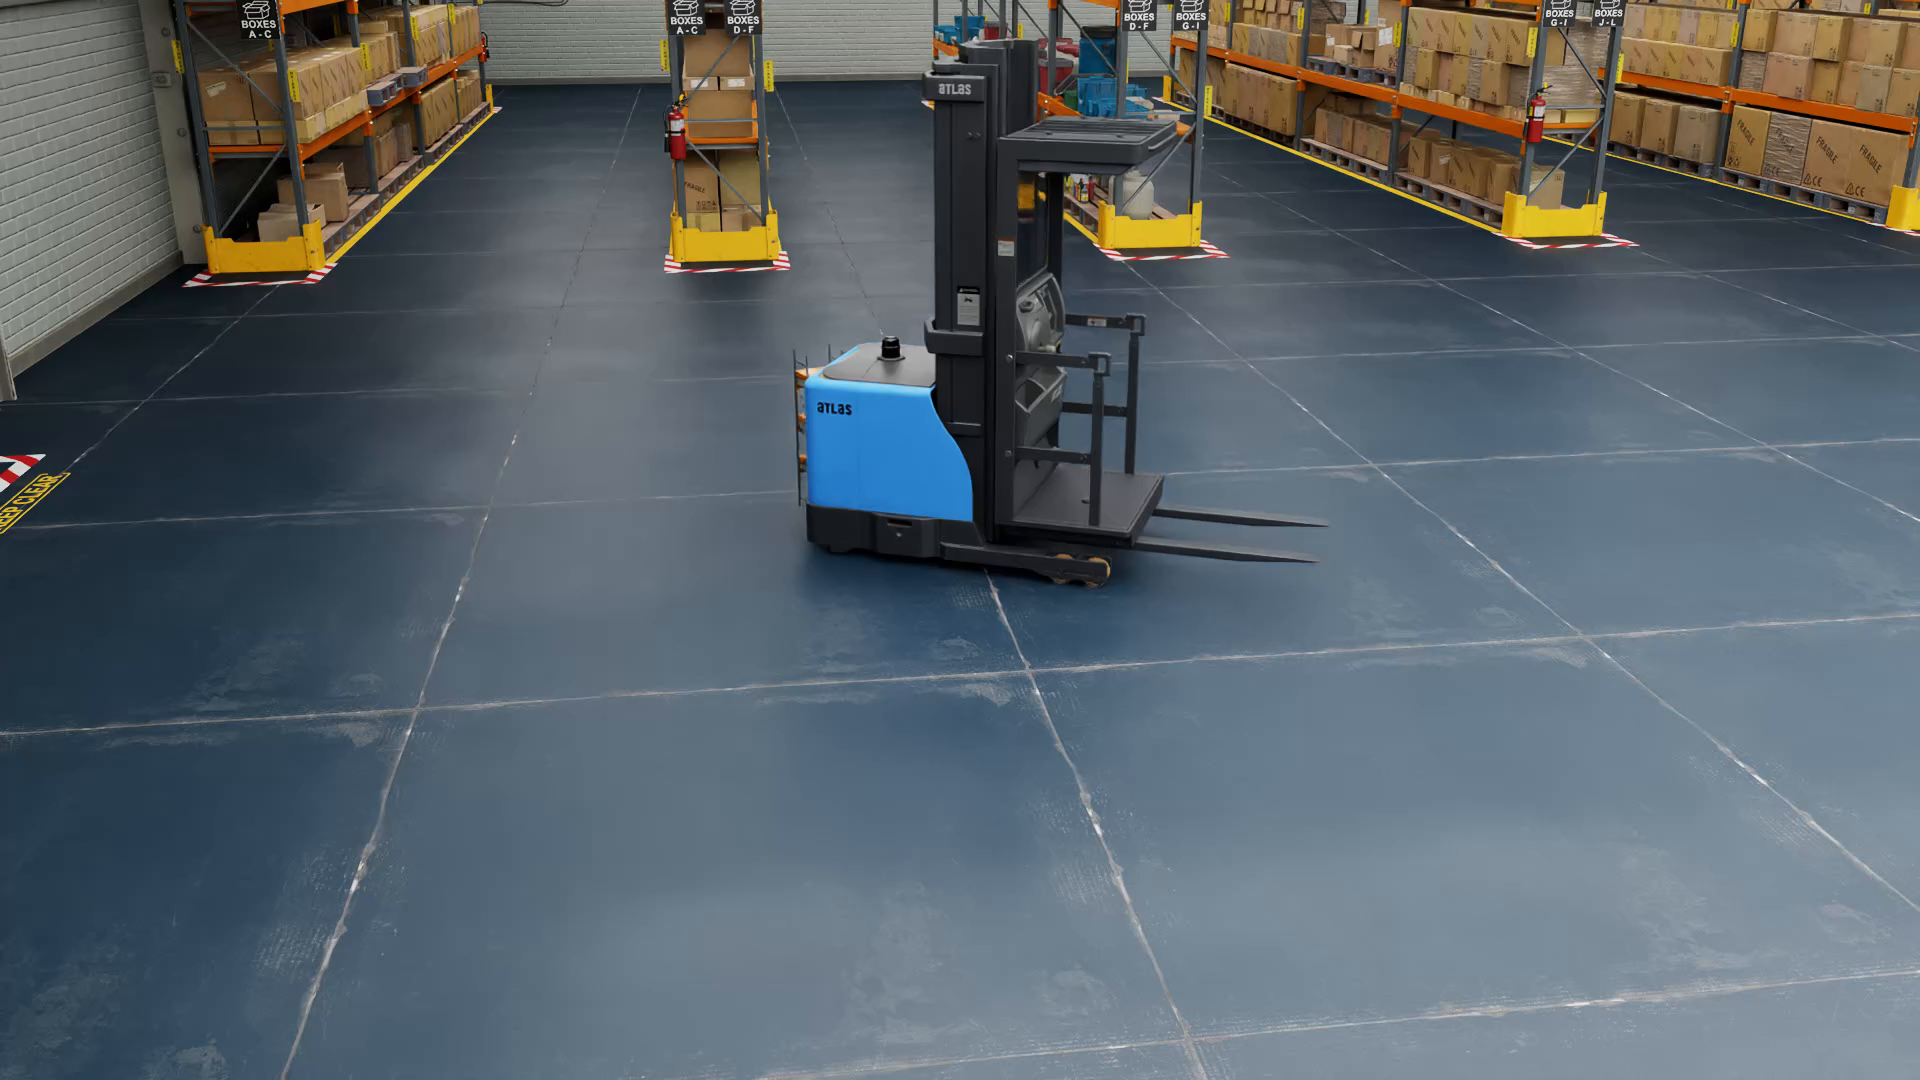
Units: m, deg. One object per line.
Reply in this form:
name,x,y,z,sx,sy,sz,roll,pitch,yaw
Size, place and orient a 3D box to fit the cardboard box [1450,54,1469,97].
cardboard box,6.836,-5.979,21.370,0.875,0.500,0.500,-3,21,-8

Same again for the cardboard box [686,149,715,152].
cardboard box,-3.236,-4.536,20.332,0.500,0.500,0.500,-3,21,-8

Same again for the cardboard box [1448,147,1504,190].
cardboard box,6.868,-4.947,22.145,0.500,0.500,0.500,-5,21,-13

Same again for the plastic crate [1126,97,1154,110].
plastic crate,2.176,-5.547,21.159,0.530,0.136,0.437,-3,21,-8

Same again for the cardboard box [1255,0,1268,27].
cardboard box,5.627,-9.298,29.247,0.797,0.503,0.637,-3,21,-7

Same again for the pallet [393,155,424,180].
pallet,-8.578,-5.529,24.717,1.003,0.211,1.213,-3,21,-8

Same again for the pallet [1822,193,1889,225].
pallet,11.899,-4.267,21.339,1.003,0.211,1.213,-3,21,-8

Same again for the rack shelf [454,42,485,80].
rack shelf,-9.554,-8.846,30.642,1.077,0.370,4.000,-3,21,-8

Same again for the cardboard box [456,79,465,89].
cardboard box,-9.141,-8.212,29.962,0.380,0.149,0.250,-2,21,-6

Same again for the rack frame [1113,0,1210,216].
rack frame,2.268,-4.835,18.876,1.000,3.000,0.127,-3,21,-8

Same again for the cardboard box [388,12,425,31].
cardboard box,-8.578,-8.009,25.704,0.500,0.250,0.500,-3,21,-9

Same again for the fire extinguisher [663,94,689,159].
fire extinguisher,-3.077,-4.486,18.052,0.296,0.674,0.183,-3,21,-8

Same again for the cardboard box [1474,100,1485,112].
cardboard box,6.727,-5.488,20.981,0.380,0.149,0.250,-3,21,-8

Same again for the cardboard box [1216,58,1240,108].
cardboard box,5.423,-8.674,31.590,0.875,0.875,0.875,-3,21,-8

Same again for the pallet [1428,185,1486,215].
pallet,6.903,-4.510,21.989,1.003,0.211,1.213,-3,21,-8

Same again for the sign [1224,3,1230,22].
sign,4.890,-9.654,30.427,0.100,0.325,0.005,-3,21,-8

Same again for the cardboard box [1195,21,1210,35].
cardboard box,4.895,-9.980,32.439,0.500,0.250,0.500,-3,21,-9

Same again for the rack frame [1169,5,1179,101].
rack frame,4.862,-10.625,34.377,1.000,3.000,0.127,-3,21,-8

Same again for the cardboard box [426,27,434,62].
cardboard box,-8.643,-7.836,26.313,0.500,0.500,0.500,-3,21,-8

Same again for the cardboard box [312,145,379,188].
cardboard box,-8.235,-5.010,22.286,0.700,0.500,0.500,-2,21,-6

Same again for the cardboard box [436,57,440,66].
cardboard box,-8.819,-7.925,27.478,0.380,0.149,0.250,-3,21,-8

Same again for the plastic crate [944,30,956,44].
plastic crate,-0.096,-9.663,31.955,0.416,0.233,0.300,-3,21,-8

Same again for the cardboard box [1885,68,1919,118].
cardboard box,11.993,-5.497,20.432,0.875,0.550,0.550,-3,21,-8

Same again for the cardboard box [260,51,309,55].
cardboard box,-8.181,-5.659,20.194,0.500,0.500,0.500,-3,21,-8

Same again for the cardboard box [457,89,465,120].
cardboard box,-9.272,-7.780,29.733,0.700,0.500,0.500,-3,21,-7

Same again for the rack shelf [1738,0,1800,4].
rack shelf,11.227,-8.446,25.284,1.077,0.370,4.000,-3,21,-8

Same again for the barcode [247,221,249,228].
barcode,-7.945,-3.517,18.546,0.001,0.075,0.075,-3,21,-8

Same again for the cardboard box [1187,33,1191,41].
cardboard box,4.737,-10.012,33.095,0.380,0.149,0.250,-3,21,-9

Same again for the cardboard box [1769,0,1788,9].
cardboard box,15.195,-9.740,30.435,0.500,0.500,0.500,-3,21,-9

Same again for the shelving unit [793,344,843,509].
shelving unit,-0.887,-0.697,10.581,0.252,1.050,0.215,-11,23,-28

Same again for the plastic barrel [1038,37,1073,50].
plastic barrel,1.481,-7.524,25.879,0.600,0.536,0.708,-3,21,-8

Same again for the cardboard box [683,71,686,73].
cardboard box,-2.954,-5.239,18.887,0.380,0.149,0.250,-3,21,-9

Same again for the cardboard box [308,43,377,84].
cardboard box,-8.226,-6.345,22.147,0.700,0.500,0.500,-1,20,-2

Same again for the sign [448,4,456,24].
sign,-8.730,-9.027,28.556,0.100,0.325,0.005,-3,21,-8

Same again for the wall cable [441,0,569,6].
wall cable,-10.304,-13.208,37.155,3.097,2.526,0.112,-3,21,-8

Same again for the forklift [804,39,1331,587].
forklift,0.652,-1.312,9.540,3.031,2.935,1.130,6,21,16

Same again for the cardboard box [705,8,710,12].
cardboard box,-4.693,-9.419,29.576,0.500,0.500,0.500,-3,21,-7

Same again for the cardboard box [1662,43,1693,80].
cardboard box,11.030,-7.249,25.196,0.500,0.500,0.500,-3,21,-7

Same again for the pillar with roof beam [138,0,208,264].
pillar with roof beam,-4.233,-7.562,17.602,9.100,9.000,0.400,-3,21,-8

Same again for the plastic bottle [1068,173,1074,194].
plastic bottle,1.485,-4.673,21.597,0.144,0.351,0.185,-3,21,-8

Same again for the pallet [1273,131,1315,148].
pallet,5.977,-6.826,28.190,1.003,0.211,1.213,-3,21,-8

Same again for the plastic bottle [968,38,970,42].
plastic bottle,0.169,-8.787,29.623,0.061,0.283,0.133,-3,21,-8

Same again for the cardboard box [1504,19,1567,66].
cardboard box,6.845,-5.918,19.777,0.500,0.500,0.500,-3,21,-8

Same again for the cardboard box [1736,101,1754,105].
cardboard box,15.414,-8.731,31.741,0.875,0.875,0.875,-2,21,-6

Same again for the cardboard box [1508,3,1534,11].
cardboard box,10.538,-10.278,31.451,0.500,0.500,0.500,-2,21,-6

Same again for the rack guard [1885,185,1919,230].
rack guard,12.095,-4.121,20.536,1.175,0.500,0.348,-3,21,-8

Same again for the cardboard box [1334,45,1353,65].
cardboard box,6.030,-7.390,25.329,0.500,0.250,0.500,-4,21,-9

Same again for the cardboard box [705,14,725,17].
cardboard box,-3.067,-6.298,20.795,0.700,0.500,0.500,-3,21,-8

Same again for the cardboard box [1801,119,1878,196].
cardboard box,11.800,-5.038,21.854,0.875,0.875,0.875,-3,21,-9

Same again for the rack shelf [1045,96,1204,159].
rack shelf,1.979,-5.191,20.856,1.077,0.370,4.000,-3,21,-8

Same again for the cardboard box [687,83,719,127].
cardboard box,-2.770,-4.978,19.113,0.700,0.500,0.500,-2,21,-6

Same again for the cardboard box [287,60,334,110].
cardboard box,-7.437,-5.158,18.852,0.500,0.500,0.500,-4,21,-10

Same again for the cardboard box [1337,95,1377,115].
cardboard box,6.228,-6.828,26.082,0.500,0.250,0.500,-1,20,-2
